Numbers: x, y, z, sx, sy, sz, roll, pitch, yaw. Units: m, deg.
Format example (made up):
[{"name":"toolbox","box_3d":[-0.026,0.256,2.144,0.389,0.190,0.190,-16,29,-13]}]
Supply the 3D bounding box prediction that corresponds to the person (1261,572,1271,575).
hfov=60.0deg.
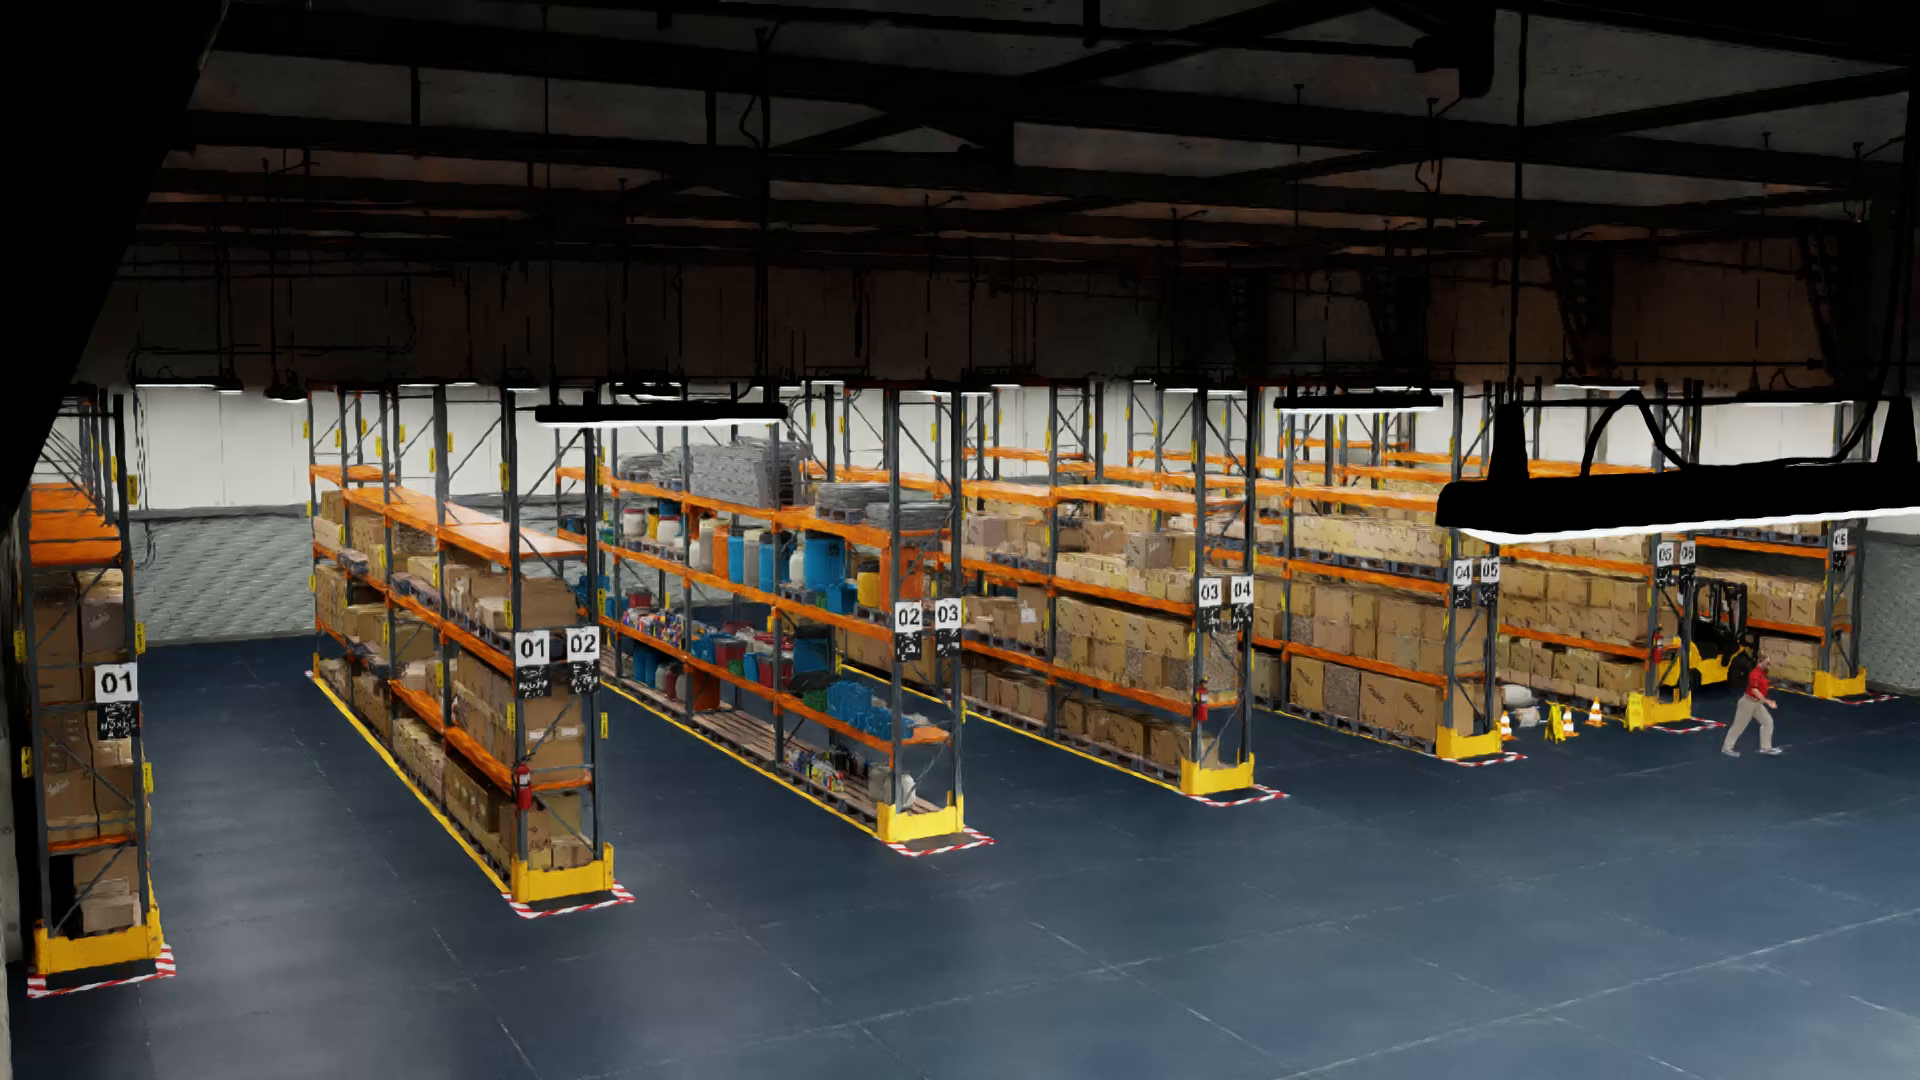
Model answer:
[{"name":"person","box_3d":[6.661,1.577,36.414,0.597,1.746,0.667,-1,6,-6]}]

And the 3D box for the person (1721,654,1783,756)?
[{"name":"person","box_3d":[12.774,2.651,26.786,0.815,1.665,0.700,5,8,41]}]
